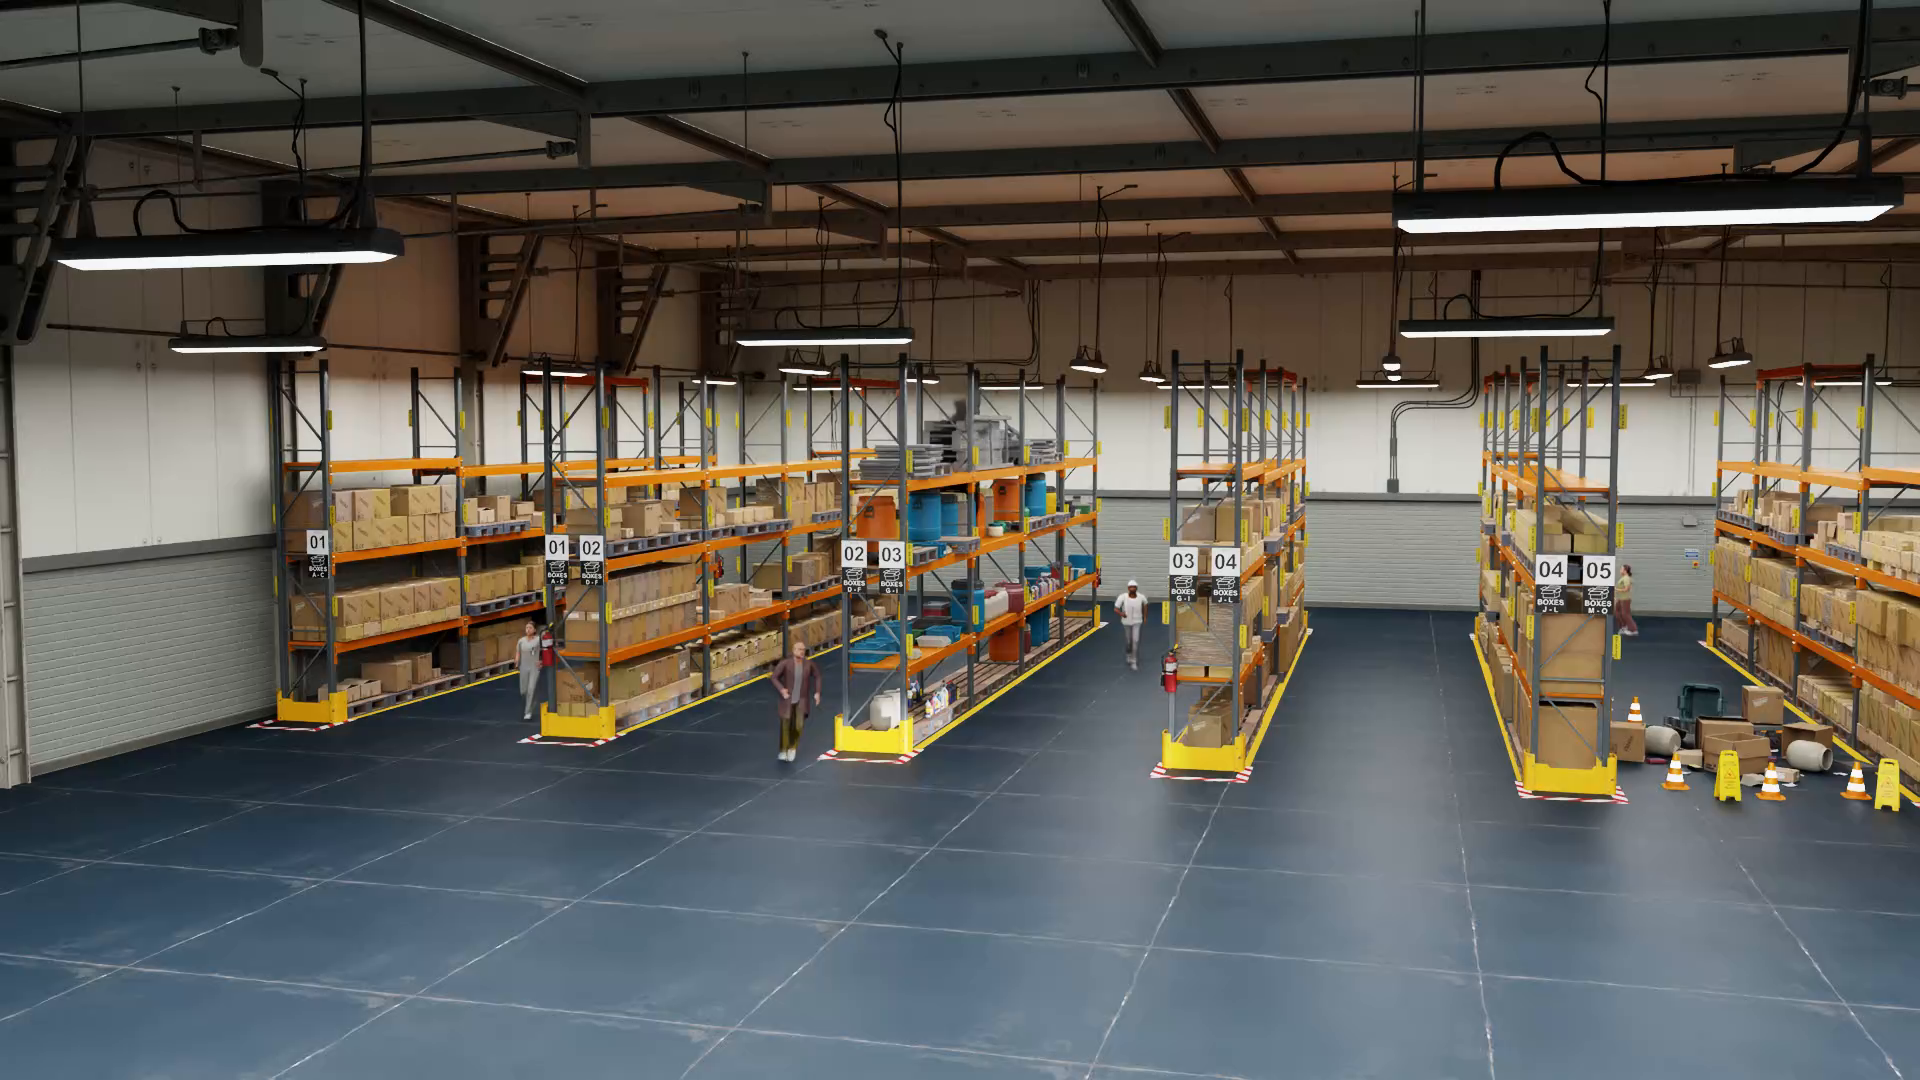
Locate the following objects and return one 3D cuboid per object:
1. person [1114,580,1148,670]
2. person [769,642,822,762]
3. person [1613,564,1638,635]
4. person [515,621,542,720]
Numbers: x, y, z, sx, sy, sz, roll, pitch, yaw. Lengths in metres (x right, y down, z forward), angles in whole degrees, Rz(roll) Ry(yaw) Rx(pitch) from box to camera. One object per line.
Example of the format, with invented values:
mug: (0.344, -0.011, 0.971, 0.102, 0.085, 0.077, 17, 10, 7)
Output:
person: (3.466, 1.696, 33.671, 0.693, 1.773, 0.907, 0, 4, 5)
person: (-2.400, 2.379, 24.428, 0.786, 1.751, 0.610, -1, 4, -11)
person: (15.410, 1.402, 38.576, 0.668, 1.678, 0.556, 1, 4, 14)
person: (-7.215, 2.177, 28.016, 0.563, 1.628, 0.677, 0, 4, 0)
